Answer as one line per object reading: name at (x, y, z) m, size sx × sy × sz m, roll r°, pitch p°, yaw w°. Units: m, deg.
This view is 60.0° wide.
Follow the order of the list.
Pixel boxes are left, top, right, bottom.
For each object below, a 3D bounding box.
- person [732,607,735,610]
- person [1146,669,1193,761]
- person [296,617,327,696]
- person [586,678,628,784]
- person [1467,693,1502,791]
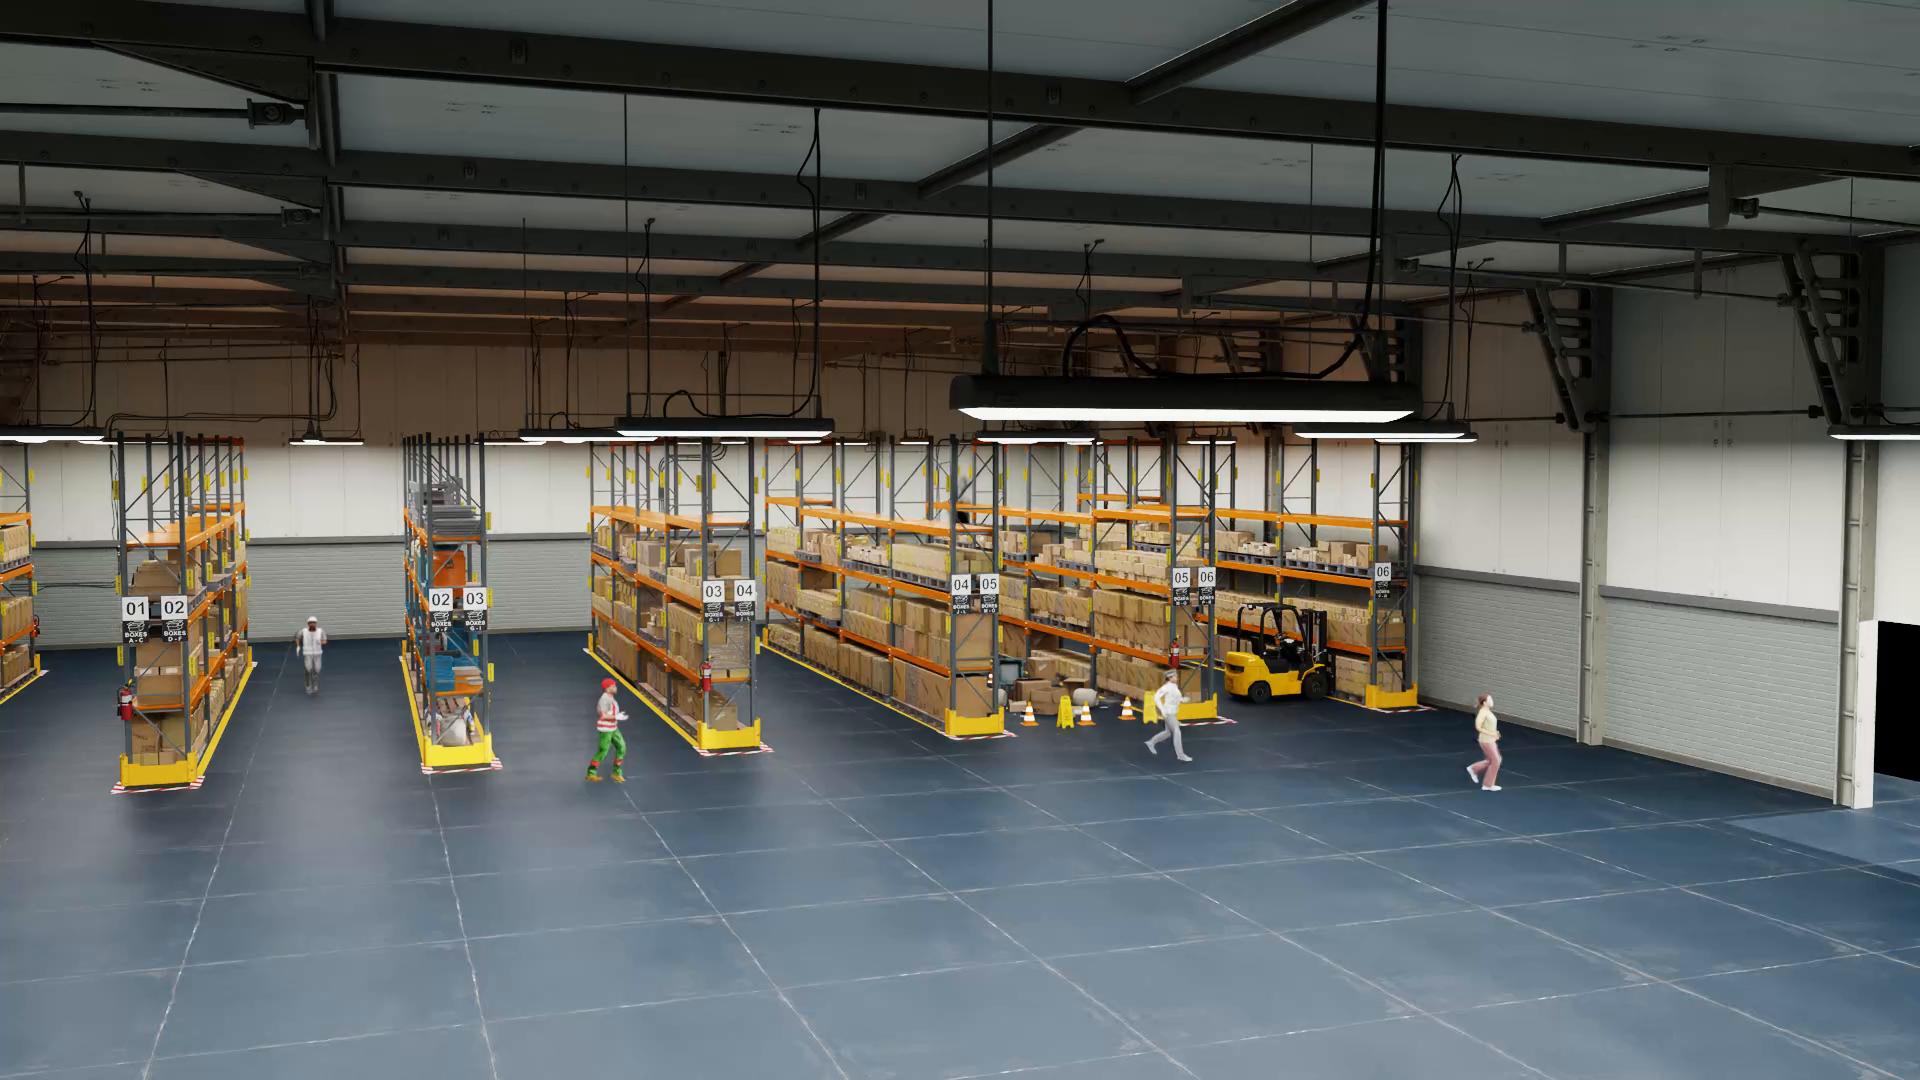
person at (-6.819, 2.225, 47.658) m, size 0.772 × 1.785 × 0.718 m, roll 1°, pitch 3°, yaw 20°
person at (3.820, 3.172, 30.357) m, size 0.901 × 1.677 × 0.612 m, roll 2°, pitch 4°, yaw 26°
person at (-15.031, 2.696, 38.599) m, size 0.657 × 1.832 × 0.758 m, roll -2°, pitch 4°, yaw -30°
person at (-5.994, 3.270, 28.279) m, size 0.781 × 1.839 × 0.635 m, roll 0°, pitch 3°, yaw 7°
person at (8.763, 3.366, 27.801) m, size 0.579 × 1.618 × 0.578 m, roll 2°, pitch 4°, yaw 29°
